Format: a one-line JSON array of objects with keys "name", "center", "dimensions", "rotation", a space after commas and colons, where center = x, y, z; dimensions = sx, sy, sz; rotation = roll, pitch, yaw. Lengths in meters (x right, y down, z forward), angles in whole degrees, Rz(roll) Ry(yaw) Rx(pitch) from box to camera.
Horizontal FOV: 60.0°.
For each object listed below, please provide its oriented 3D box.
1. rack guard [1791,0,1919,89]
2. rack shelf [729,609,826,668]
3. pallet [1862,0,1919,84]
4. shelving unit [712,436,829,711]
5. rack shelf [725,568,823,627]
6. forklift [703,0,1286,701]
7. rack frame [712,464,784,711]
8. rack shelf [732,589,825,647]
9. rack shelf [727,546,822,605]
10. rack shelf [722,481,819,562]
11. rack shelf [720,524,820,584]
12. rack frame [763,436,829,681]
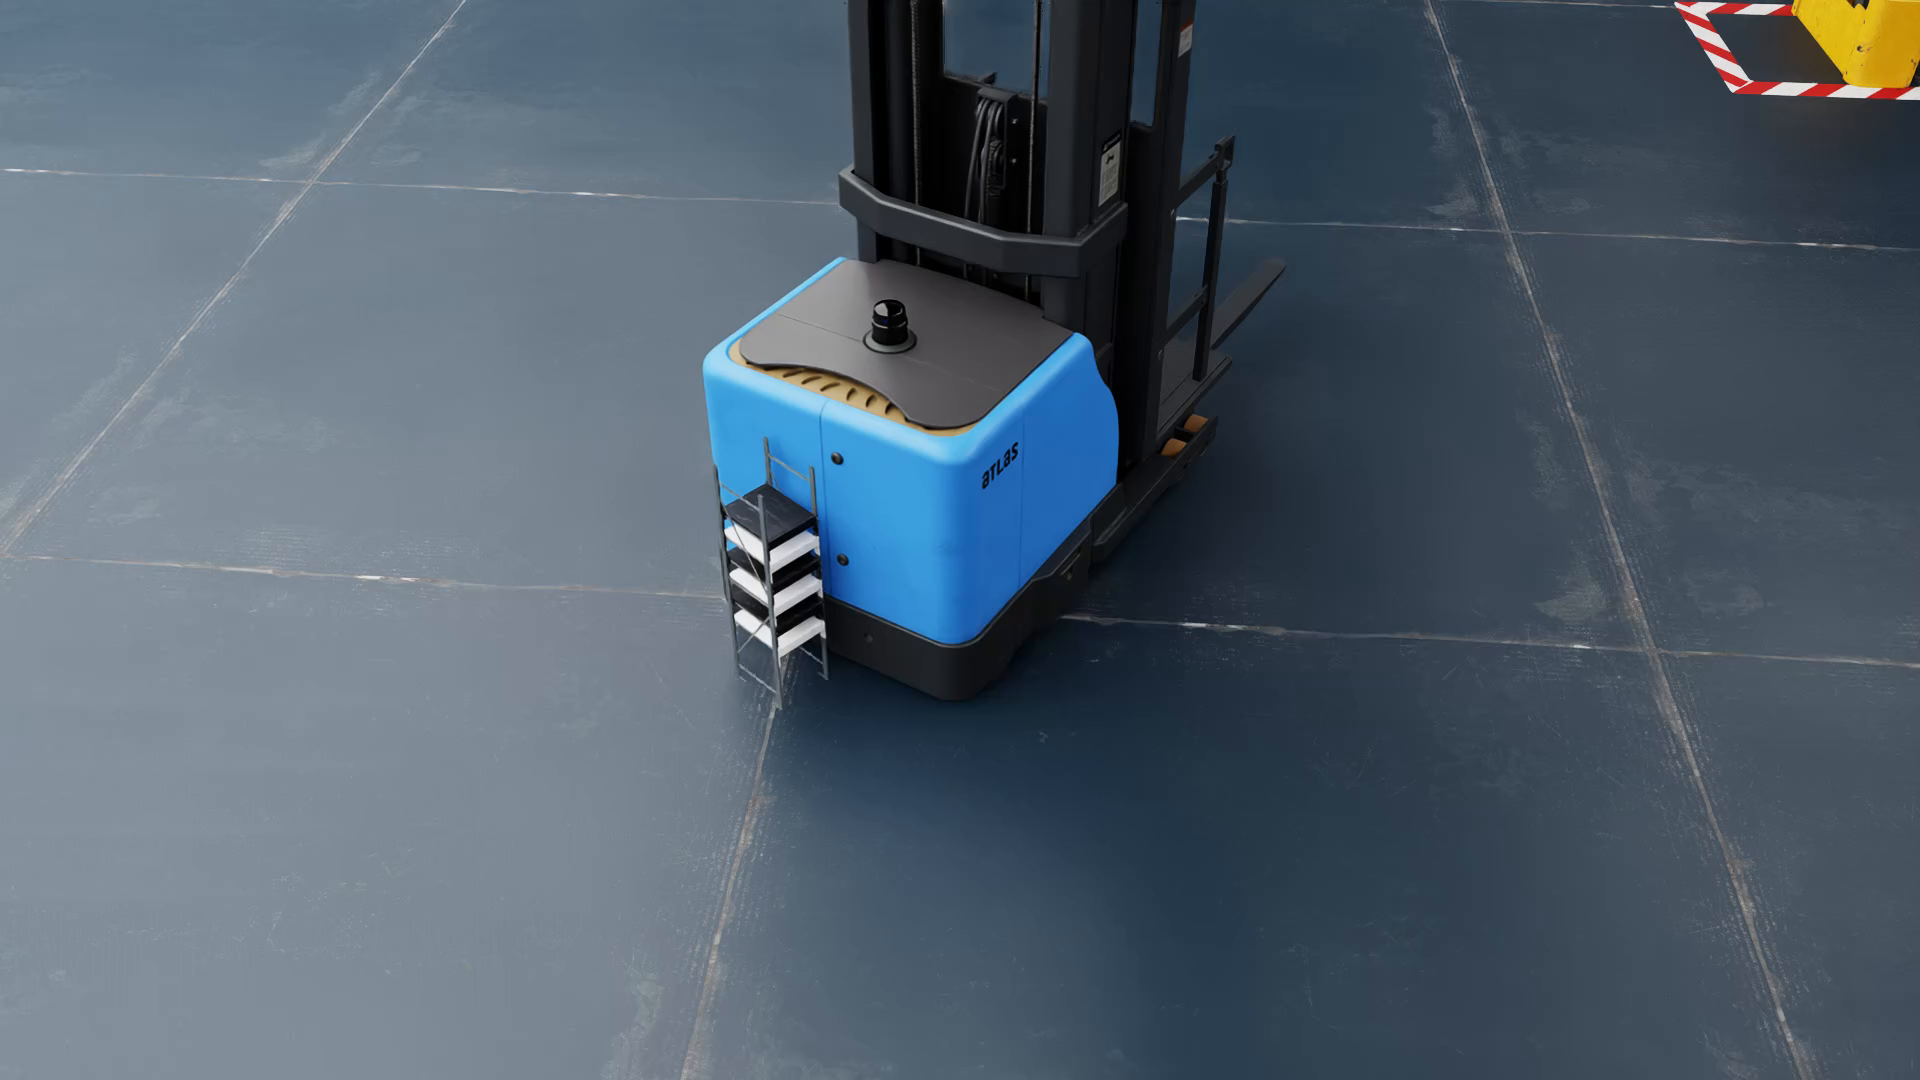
[{"name": "rack guard", "center": [5.252, -3.113, 9.679], "dimensions": [0.348, 0.500, 1.175], "rotation": [3, 39, 4]}, {"name": "rack shelf", "center": [-0.604, 0.288, 5.521], "dimensions": [0.258, 0.077, 0.200], "rotation": [32, 49, 33]}, {"name": "pallet", "center": [6.060, -2.953, 9.711], "dimensions": [1.213, 0.211, 1.003], "rotation": [3, 39, 4]}, {"name": "shelving unit", "center": [-0.604, 0.122, 5.387], "dimensions": [0.258, 0.900, 0.210], "rotation": [32, 49, 33]}, {"name": "rack shelf", "center": [-0.604, 0.148, 5.408], "dimensions": [0.258, 0.077, 0.200], "rotation": [32, 49, 33]}, {"name": "forklift", "center": [0.371, -1.511, 5.784], "dimensions": [1.130, 2.935, 3.031], "rotation": [22, 44, 24]}, {"name": "rack frame", "center": [-0.676, 0.168, 5.331], "dimensions": [0.240, 0.900, 0.006], "rotation": [32, 49, 33]}, {"name": "rack shelf", "center": [-0.604, 0.218, 5.465], "dimensions": [0.258, 0.077, 0.200], "rotation": [32, 49, 33]}, {"name": "rack shelf", "center": [-0.605, 0.078, 5.351], "dimensions": [0.258, 0.077, 0.200], "rotation": [32, 49, 33]}, {"name": "rack shelf", "center": [-0.605, -0.061, 5.237], "dimensions": [0.258, 0.077, 0.200], "rotation": [32, 49, 33]}, {"name": "rack shelf", "center": [-0.605, 0.008, 5.294], "dimensions": [0.258, 0.077, 0.200], "rotation": [32, 49, 33]}, {"name": "rack frame", "center": [-0.533, 0.077, 5.443], "dimensions": [0.240, 0.900, 0.006], "rotation": [32, 49, 33]}]
